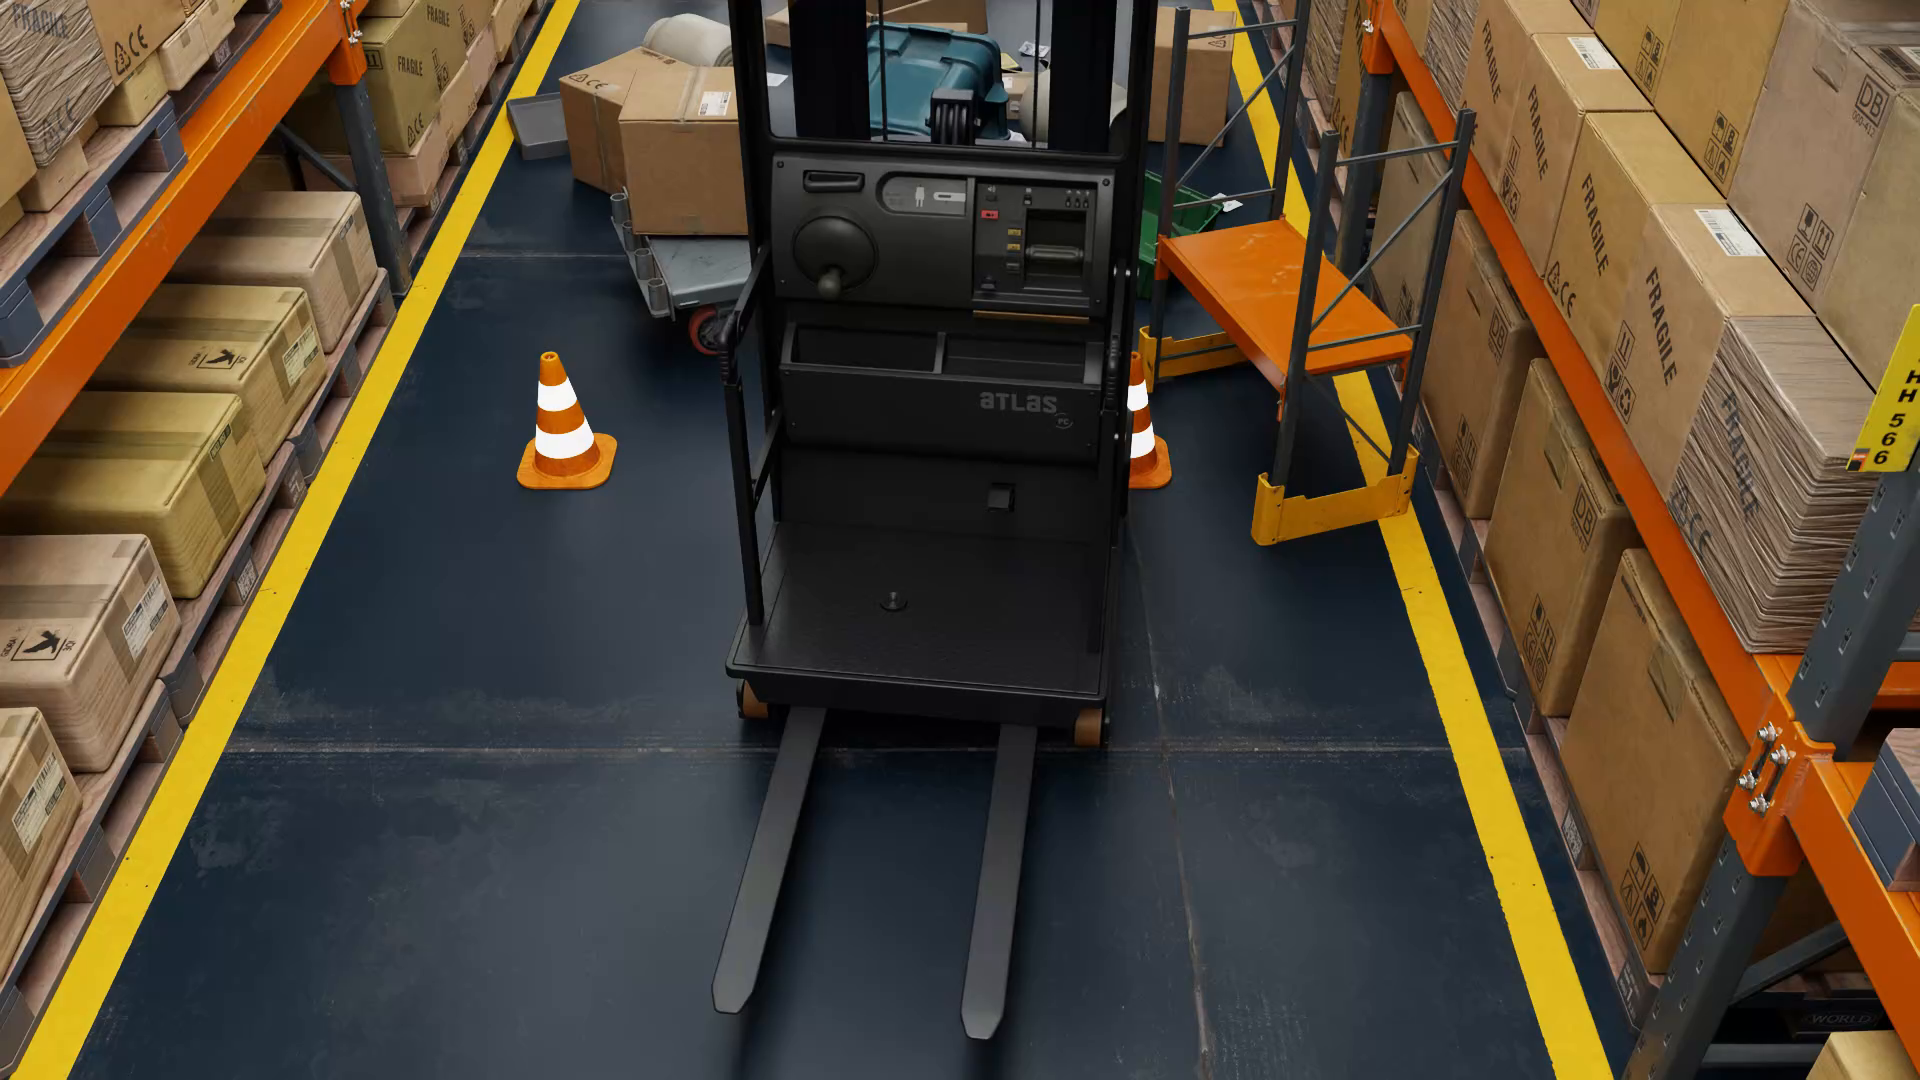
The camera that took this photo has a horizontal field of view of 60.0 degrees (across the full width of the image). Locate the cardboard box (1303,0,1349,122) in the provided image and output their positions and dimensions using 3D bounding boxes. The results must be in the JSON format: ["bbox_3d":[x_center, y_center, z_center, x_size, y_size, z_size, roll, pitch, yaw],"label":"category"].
[{"bbox_3d":[2.173,-2.589,7.945,0.875,0.875,0.875,0,39,0],"label":"cardboard box"}]

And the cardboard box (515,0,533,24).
[{"bbox_3d":[-2.583,-2.993,8.949,0.500,0.250,0.500,0,39,0],"label":"cardboard box"}]

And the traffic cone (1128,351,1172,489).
[{"bbox_3d":[0.601,-0.467,5.963,0.336,0.463,0.334,0,39,0],"label":"traffic cone"}]

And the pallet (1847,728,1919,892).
[{"bbox_3d":[2.221,0.725,2.600,1.213,0.211,1.003,0,39,0],"label":"pallet"}]

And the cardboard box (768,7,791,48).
[{"bbox_3d":[-0.824,-2.801,9.127,0.380,0.149,0.250,20,43,23],"label":"cardboard box"}]

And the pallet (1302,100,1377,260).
[{"bbox_3d":[2.186,-1.684,7.683,1.003,0.211,1.213,0,39,0],"label":"pallet"}]

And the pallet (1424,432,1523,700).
[{"bbox_3d":[2.190,0.039,5.533,1.003,0.211,1.213,0,39,0],"label":"pallet"}]

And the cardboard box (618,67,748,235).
[{"bbox_3d":[-1.061,-1.570,6.704,0.500,0.500,0.500,0,39,0],"label":"cardboard box"}]

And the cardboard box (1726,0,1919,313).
[{"bbox_3d":[2.121,-0.822,3.497,0.700,0.500,0.500,-1,39,-1],"label":"cardboard box"}]

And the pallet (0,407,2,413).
[{"bbox_3d":[-2.944,-0.099,3.629,1.213,0.211,1.003,0,39,0],"label":"pallet"}]

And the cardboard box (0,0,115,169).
[{"bbox_3d":[-2.613,-1.300,4.320,0.500,0.500,0.500,-1,39,-2],"label":"cardboard box"}]

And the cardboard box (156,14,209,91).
[{"bbox_3d":[-2.541,-1.489,5.074,0.380,0.149,0.250,0,39,0],"label":"cardboard box"}]

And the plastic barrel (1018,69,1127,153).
[{"bbox_3d":[0.574,-2.000,7.907,0.512,0.421,0.421,28,46,30],"label":"plastic barrel"}]

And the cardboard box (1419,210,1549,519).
[{"bbox_3d":[2.197,-0.591,5.553,1.050,0.750,0.750,0,39,0],"label":"cardboard box"}]

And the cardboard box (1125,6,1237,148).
[{"bbox_3d":[1.081,-2.292,8.209,0.500,0.500,0.500,6,39,8],"label":"cardboard box"}]

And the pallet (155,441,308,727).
[{"bbox_3d":[-2.834,0.110,5.444,1.003,0.211,1.213,0,39,0],"label":"pallet"}]

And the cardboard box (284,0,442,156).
[{"bbox_3d":[-2.572,-1.983,7.089,0.500,0.500,0.500,2,39,2],"label":"cardboard box"}]

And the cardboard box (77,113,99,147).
[{"bbox_3d":[-2.680,-1.172,4.678,0.380,0.149,0.250,-1,39,-2],"label":"cardboard box"}]

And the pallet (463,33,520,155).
[{"bbox_3d":[-2.881,-2.327,8.485,1.003,0.211,1.213,0,39,0],"label":"pallet"}]

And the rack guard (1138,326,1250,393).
[{"bbox_3d":[0.972,-0.747,6.482,0.587,0.250,0.087,-12,40,-15],"label":"rack guard"}]

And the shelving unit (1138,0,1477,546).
[{"bbox_3d":[1.133,-0.940,5.724,0.587,1.500,1.083,-12,40,-15],"label":"shelving unit"}]

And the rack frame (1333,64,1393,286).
[{"bbox_3d":[2.109,-2.297,6.218,1.000,3.000,0.127,0,39,0],"label":"rack frame"}]

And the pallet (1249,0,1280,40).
[{"bbox_3d":[2.184,-3.210,9.587,1.003,0.211,1.213,0,39,0],"label":"pallet"}]

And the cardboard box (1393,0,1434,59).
[{"bbox_3d":[1.841,-2.007,5.776,0.500,0.500,0.500,0,39,0],"label":"cardboard box"}]

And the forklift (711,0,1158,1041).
[{"bbox_3d":[-0.075,-0.755,4.349,1.130,2.935,3.031,4,39,5],"label":"forklift"}]

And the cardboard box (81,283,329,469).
[{"bbox_3d":[-2.834,-0.591,5.854,0.950,0.372,0.625,2,39,3],"label":"cardboard box"}]

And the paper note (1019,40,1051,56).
[{"bbox_3d":[0.408,-2.683,9.075,0.144,0.017,0.142,13,40,15],"label":"paper note"}]

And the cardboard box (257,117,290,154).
[{"bbox_3d":[-3.110,-1.983,7.090,0.500,0.500,0.500,-1,39,-1],"label":"cardboard box"}]

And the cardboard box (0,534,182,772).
[{"bbox_3d":[-2.836,0.318,4.720,0.950,0.372,0.625,-1,39,-1],"label":"cardboard box"}]

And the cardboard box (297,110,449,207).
[{"bbox_3d":[-2.572,-1.690,7.323,0.500,0.250,0.500,-2,39,-2],"label":"cardboard box"}]

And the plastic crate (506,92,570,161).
[{"bbox_3d":[-2.023,-2.073,8.273,0.402,0.080,0.583,-13,40,-16],"label":"plastic crate"}]

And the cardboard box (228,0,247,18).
[{"bbox_3d":[-2.582,-1.809,5.474,0.380,0.149,0.250,-1,39,-1],"label":"cardboard box"}]

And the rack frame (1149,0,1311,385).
[{"bbox_3d":[0.965,-1.246,6.106,0.500,1.500,0.032,-12,40,-15],"label":"rack frame"}]

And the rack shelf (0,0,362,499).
[{"bbox_3d":[-2.839,-0.699,4.798,1.077,0.370,4.000,0,39,0],"label":"rack shelf"}]

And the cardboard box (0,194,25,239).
[{"bbox_3d":[-2.669,-0.845,4.271,0.380,0.149,0.250,1,39,2],"label":"cardboard box"}]

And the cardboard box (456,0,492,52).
[{"bbox_3d":[-2.583,-2.642,7.911,0.500,0.500,0.500,2,39,2],"label":"cardboard box"}]

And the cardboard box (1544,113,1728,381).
[{"bbox_3d":[1.845,-0.741,4.195,0.500,0.500,0.500,-1,39,-1],"label":"cardboard box"}]

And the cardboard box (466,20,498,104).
[{"bbox_3d":[-2.587,-2.356,8.154,0.500,0.250,0.500,-1,39,-1],"label":"cardboard box"}]

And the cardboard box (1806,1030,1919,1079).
[{"bbox_3d":[1.872,1.155,2.974,0.500,0.250,0.500,-2,39,-2],"label":"cardboard box"}]

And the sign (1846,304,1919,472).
[{"bbox_3d":[1.559,-0.245,2.731,0.100,0.325,0.005,0,39,0],"label":"sign"}]

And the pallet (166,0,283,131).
[{"bbox_3d":[-2.985,-1.677,5.598,1.003,0.211,1.213,0,39,0],"label":"pallet"}]

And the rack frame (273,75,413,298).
[{"bbox_3d":[-2.841,-2.230,6.134,1.000,3.000,0.127,0,39,0],"label":"rack frame"}]

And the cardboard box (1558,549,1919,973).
[{"bbox_3d":[2.203,0.538,4.144,1.050,0.750,0.750,-1,39,-1],"label":"cardboard box"}]

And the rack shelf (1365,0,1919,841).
[{"bbox_3d":[2.111,-0.765,4.882,1.077,0.370,4.000,0,39,0],"label":"rack shelf"}]

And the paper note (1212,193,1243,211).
[{"bbox_3d":[1.203,-1.558,7.670,0.147,0.020,0.142,-28,46,-30],"label":"paper note"}]

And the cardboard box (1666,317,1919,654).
[{"bbox_3d":[1.845,-0.116,3.416,0.500,0.500,0.500,0,39,0],"label":"cardboard box"}]

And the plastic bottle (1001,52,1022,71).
[{"bbox_3d":[0.245,-2.503,8.825,0.133,0.061,0.283,-13,40,-16],"label":"plastic bottle"}]

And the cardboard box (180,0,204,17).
[{"bbox_3d":[-2.609,-1.950,5.131,0.500,0.500,0.500,0,39,0],"label":"cardboard box"}]

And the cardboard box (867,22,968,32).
[{"bbox_3d":[-0.302,-2.129,7.896,0.797,0.637,0.503,0,39,0],"label":"cardboard box"}]

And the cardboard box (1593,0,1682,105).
[{"bbox_3d":[2.118,-1.462,4.296,0.700,0.500,0.500,0,39,0],"label":"cardboard box"}]

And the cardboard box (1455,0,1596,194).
[{"bbox_3d":[1.840,-1.378,4.991,0.500,0.500,0.500,0,39,0],"label":"cardboard box"}]
